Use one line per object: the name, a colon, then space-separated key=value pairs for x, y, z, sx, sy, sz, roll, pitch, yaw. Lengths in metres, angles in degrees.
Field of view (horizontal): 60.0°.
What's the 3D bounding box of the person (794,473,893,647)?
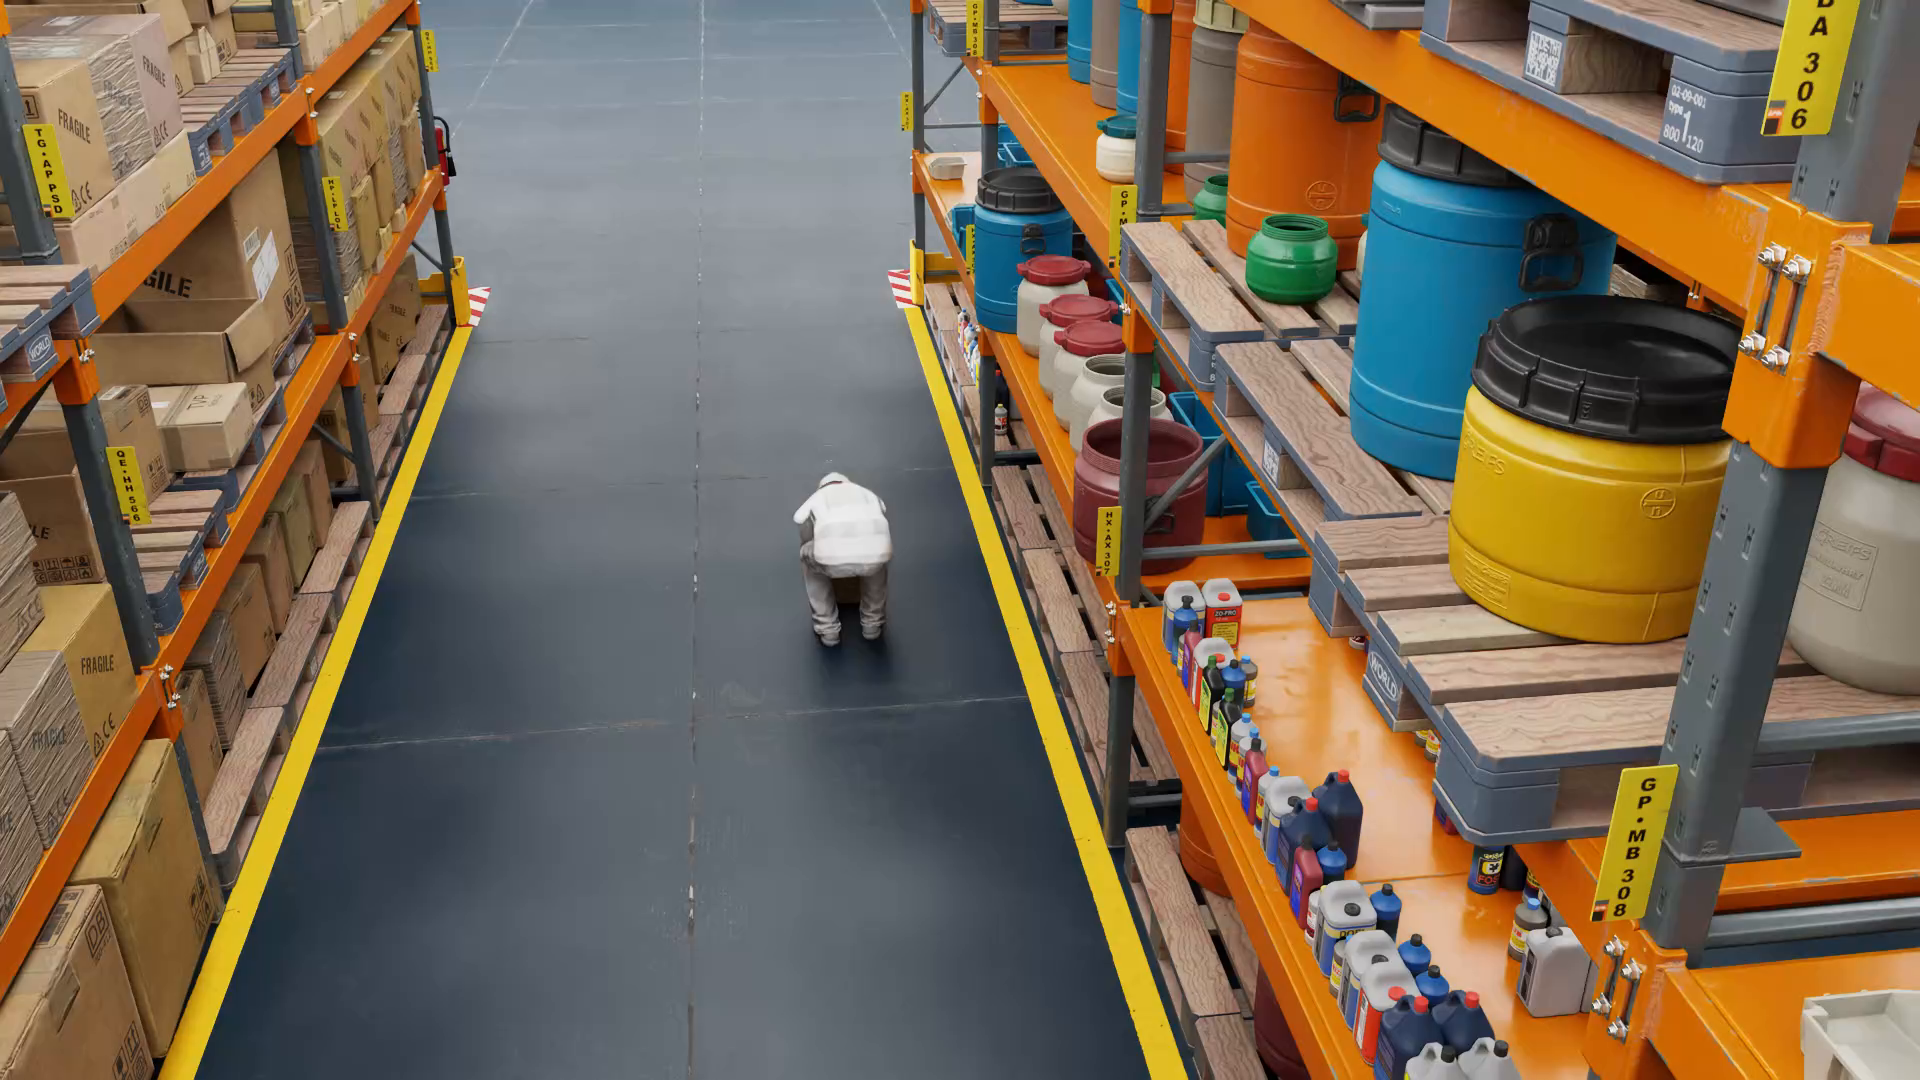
person: x=-0.660 y=0.098 z=9.472 sx=0.527 sy=0.857 sz=0.993 roll=-4 pitch=27 yaw=-9
